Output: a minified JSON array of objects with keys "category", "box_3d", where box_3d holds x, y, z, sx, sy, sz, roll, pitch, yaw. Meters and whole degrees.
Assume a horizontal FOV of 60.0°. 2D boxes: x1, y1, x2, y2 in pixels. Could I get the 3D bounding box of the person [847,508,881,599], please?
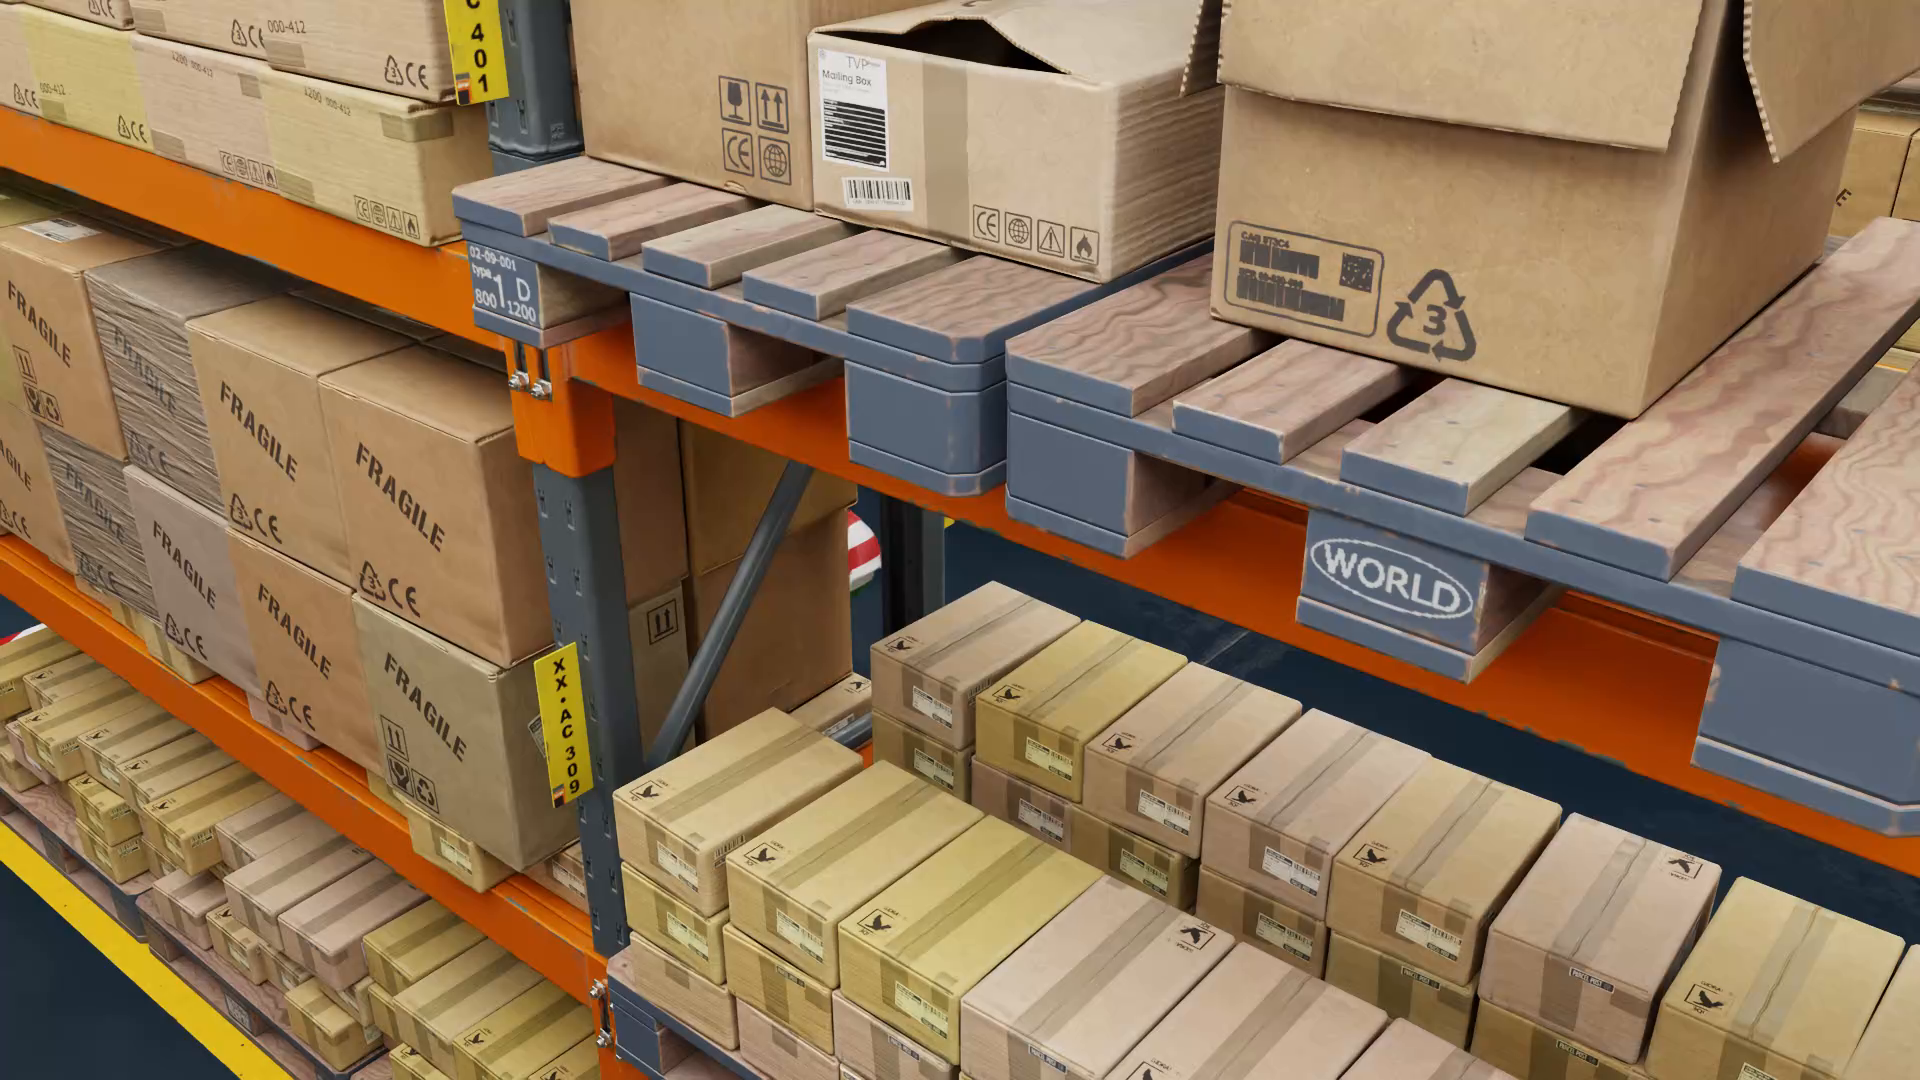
[{"category":"person","box_3d":[-0.741,0.114,6.750,0.912,0.990,0.523,20,33,33]}]
